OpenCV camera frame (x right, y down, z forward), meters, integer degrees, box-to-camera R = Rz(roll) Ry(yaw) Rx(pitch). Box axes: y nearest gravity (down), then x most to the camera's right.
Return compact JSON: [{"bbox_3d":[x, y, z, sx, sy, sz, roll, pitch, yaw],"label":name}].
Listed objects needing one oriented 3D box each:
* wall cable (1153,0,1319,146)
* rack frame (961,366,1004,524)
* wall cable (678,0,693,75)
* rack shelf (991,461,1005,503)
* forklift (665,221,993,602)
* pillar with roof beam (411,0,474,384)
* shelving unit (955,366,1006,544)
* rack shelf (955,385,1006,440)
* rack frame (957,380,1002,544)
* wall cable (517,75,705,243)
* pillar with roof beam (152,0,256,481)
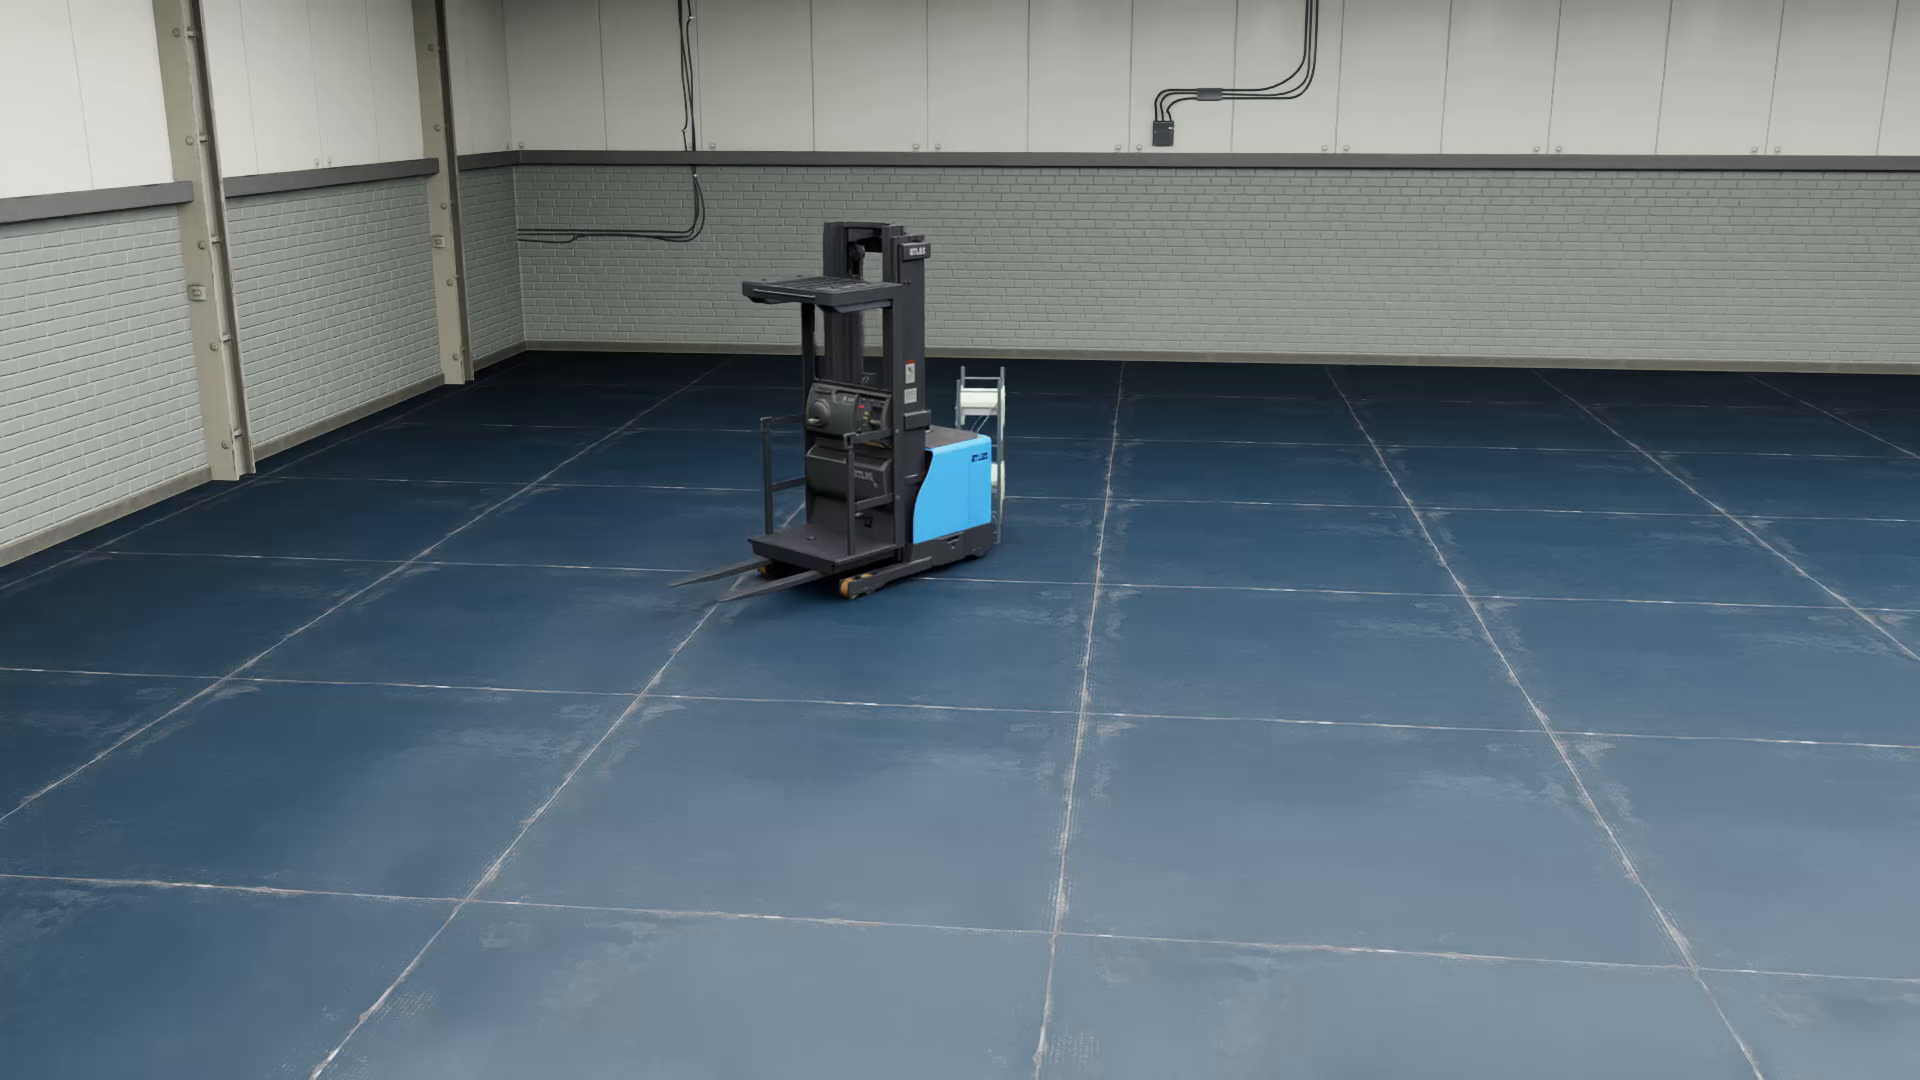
[{"bbox_3d":[3.977,-8.668,23.552,2.305,6.003,0.169,2,15,6],"label":"wall cable"},{"bbox_3d":[0.210,-0.886,15.653,0.400,1.500,0.023,1,15,3],"label":"rack frame"},{"bbox_3d":[-2.766,-8.170,24.497,3.097,2.526,0.112,2,15,6],"label":"wall cable"},{"bbox_3d":[0.190,-0.476,15.385,0.431,0.370,0.720,1,15,3],"label":"rack shelf"},{"bbox_3d":[-1.068,-1.085,13.646,1.130,2.935,3.031,13,20,40],"label":"forklift"},{"bbox_3d":[-2.822,-6.458,21.895,9.100,9.000,0.400,2,15,6],"label":"pillar with roof beam"},{"bbox_3d":[0.190,-0.790,15.300,0.431,1.500,0.755,1,15,3],"label":"shelving unit"},{"bbox_3d":[0.190,-1.167,15.198,0.431,0.370,0.720,1,15,3],"label":"rack shelf"},{"bbox_3d":[0.169,-0.695,14.947,0.400,1.500,0.023,1,15,3],"label":"rack frame"},{"bbox_3d":[-5.454,-5.811,25.451,3.097,2.526,0.112,2,15,6],"label":"wall cable"},{"bbox_3d":[-3.499,-4.902,16.140,9.100,9.000,0.400,2,15,6],"label":"pillar with roof beam"}]
